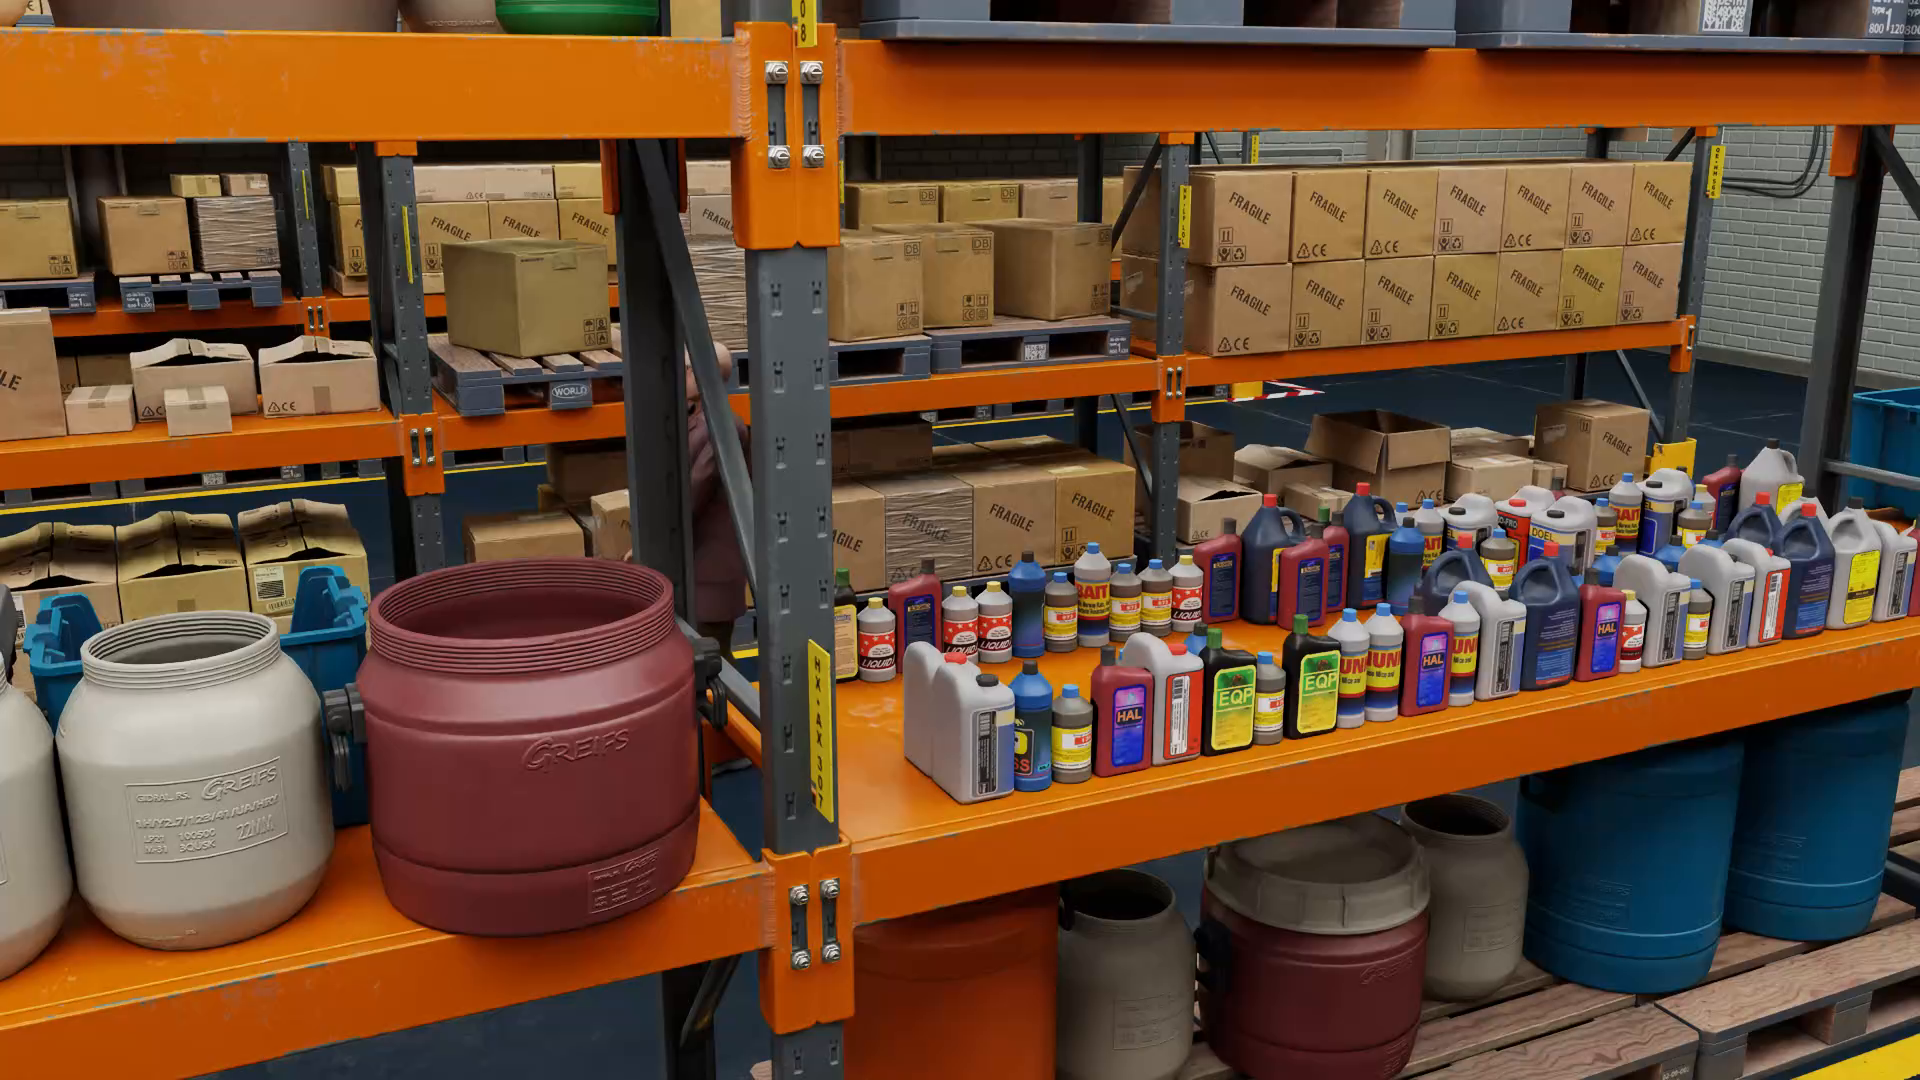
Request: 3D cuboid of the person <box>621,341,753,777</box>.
[{"bbox_3d":[-1.136,0.084,6.740,0.545,1.779,0.525,-7,17,-25],"label":"person"}]
